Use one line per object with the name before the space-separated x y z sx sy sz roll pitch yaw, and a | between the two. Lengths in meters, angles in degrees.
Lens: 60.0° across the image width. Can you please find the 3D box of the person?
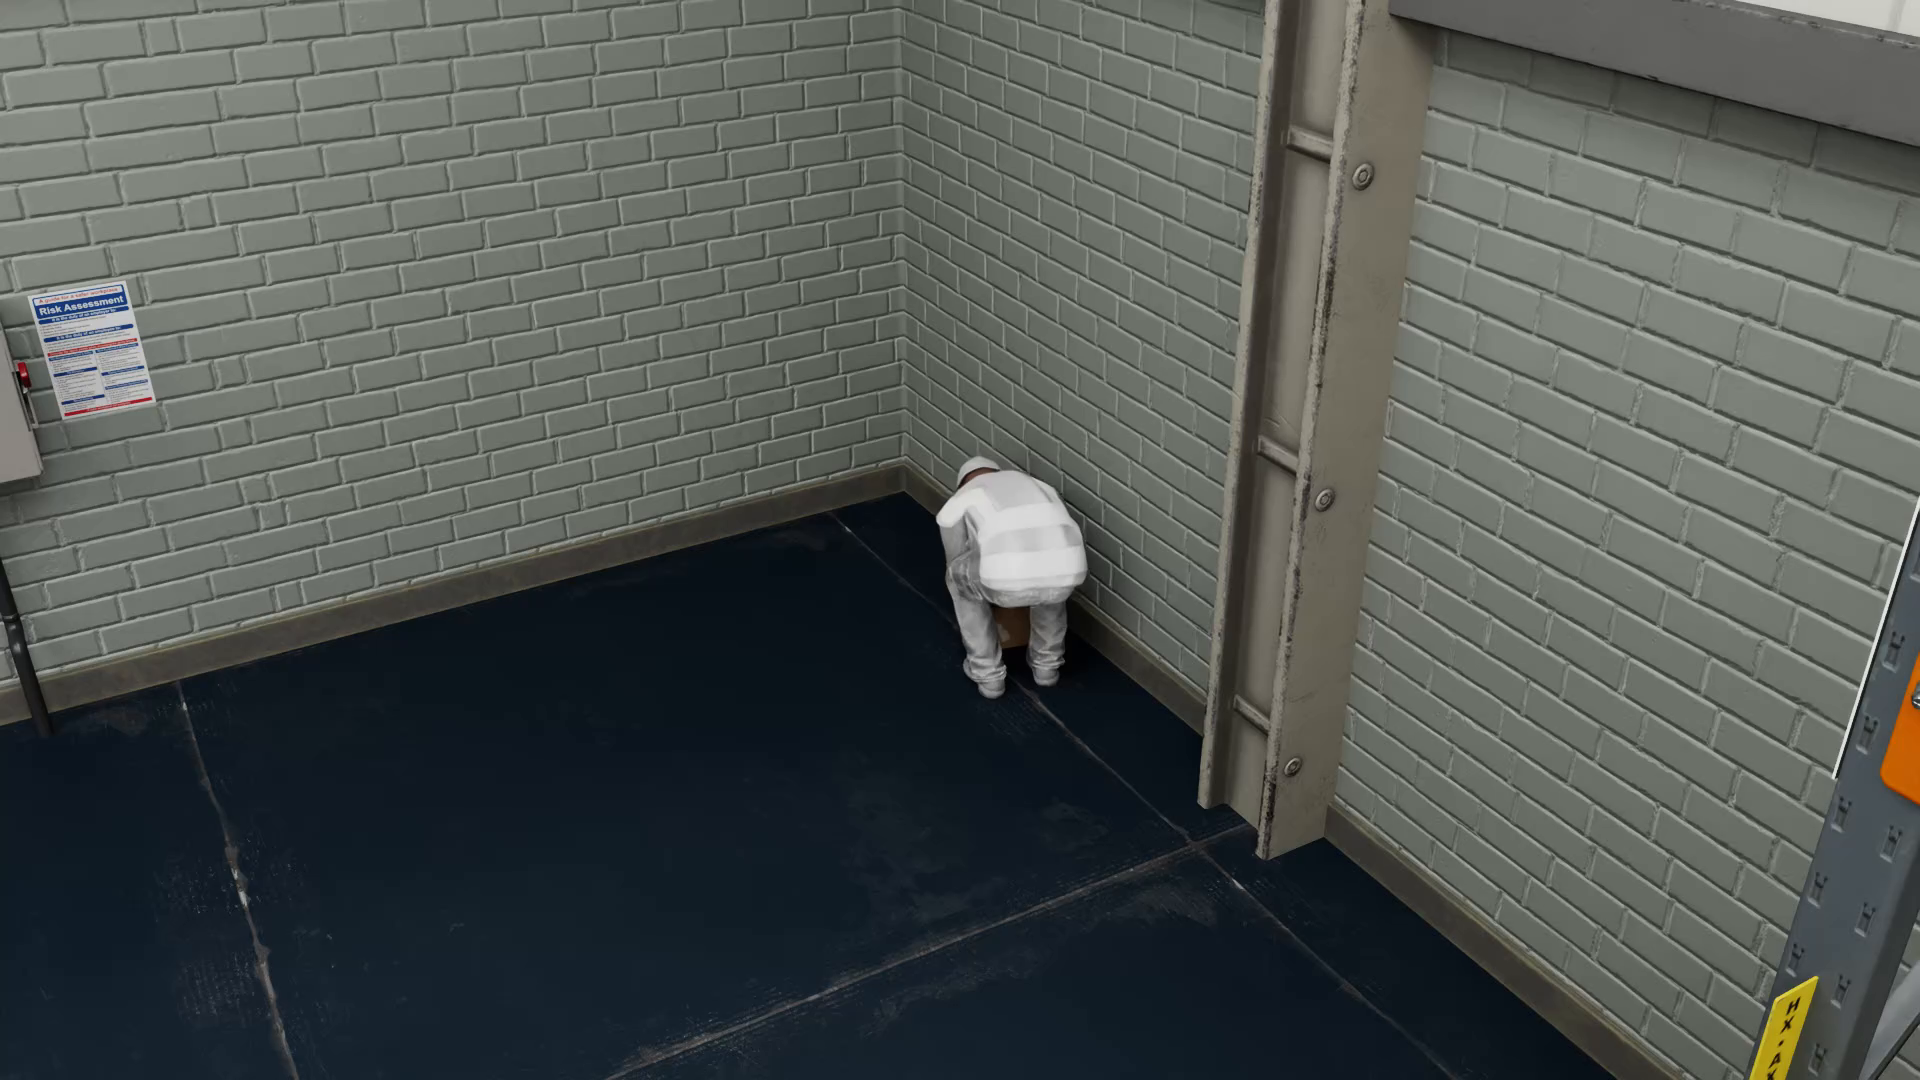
person | 0.185 0.140 6.853 0.538 0.862 0.991 -6 29 -12
